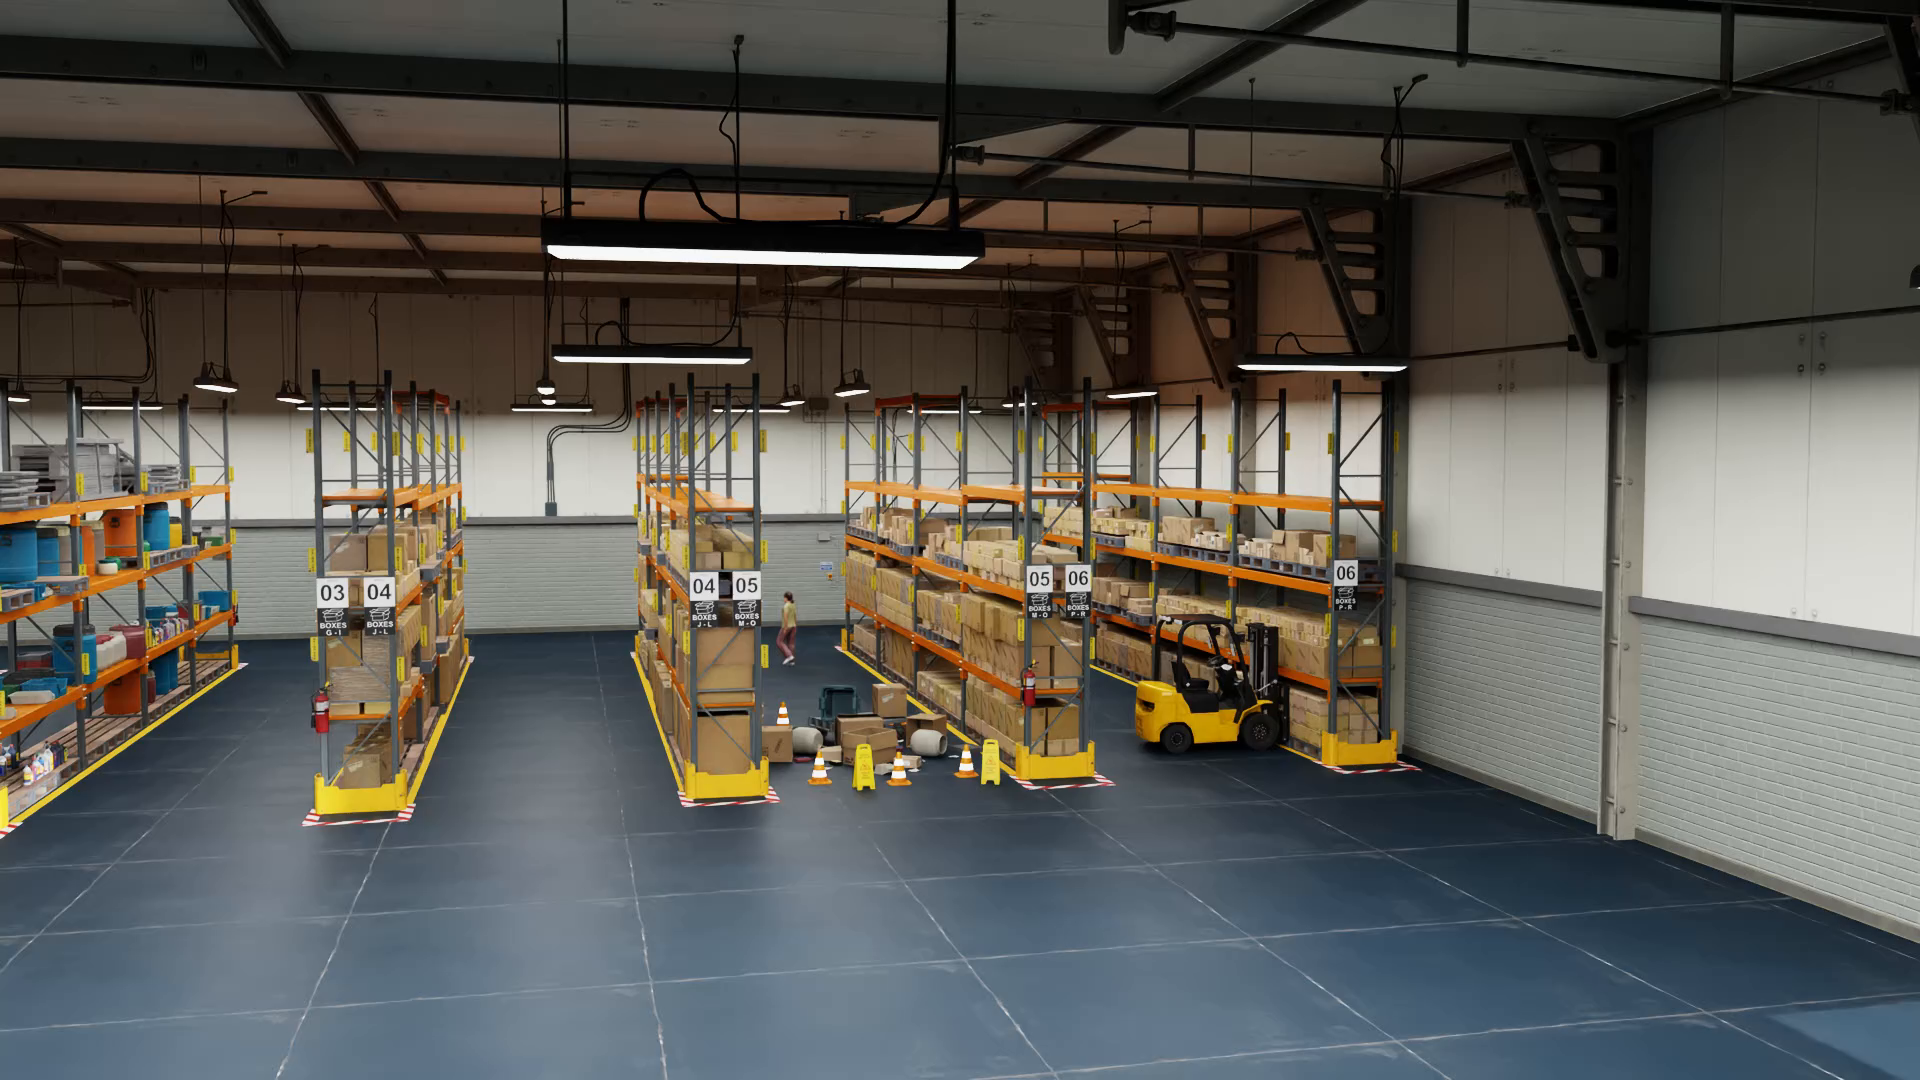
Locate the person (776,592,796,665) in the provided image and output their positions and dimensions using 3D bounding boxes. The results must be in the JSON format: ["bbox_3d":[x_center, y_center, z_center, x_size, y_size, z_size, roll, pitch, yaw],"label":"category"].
[{"bbox_3d":[-3.858,1.999,37.550,0.461,1.670,0.489,2,4,30],"label":"person"}]
